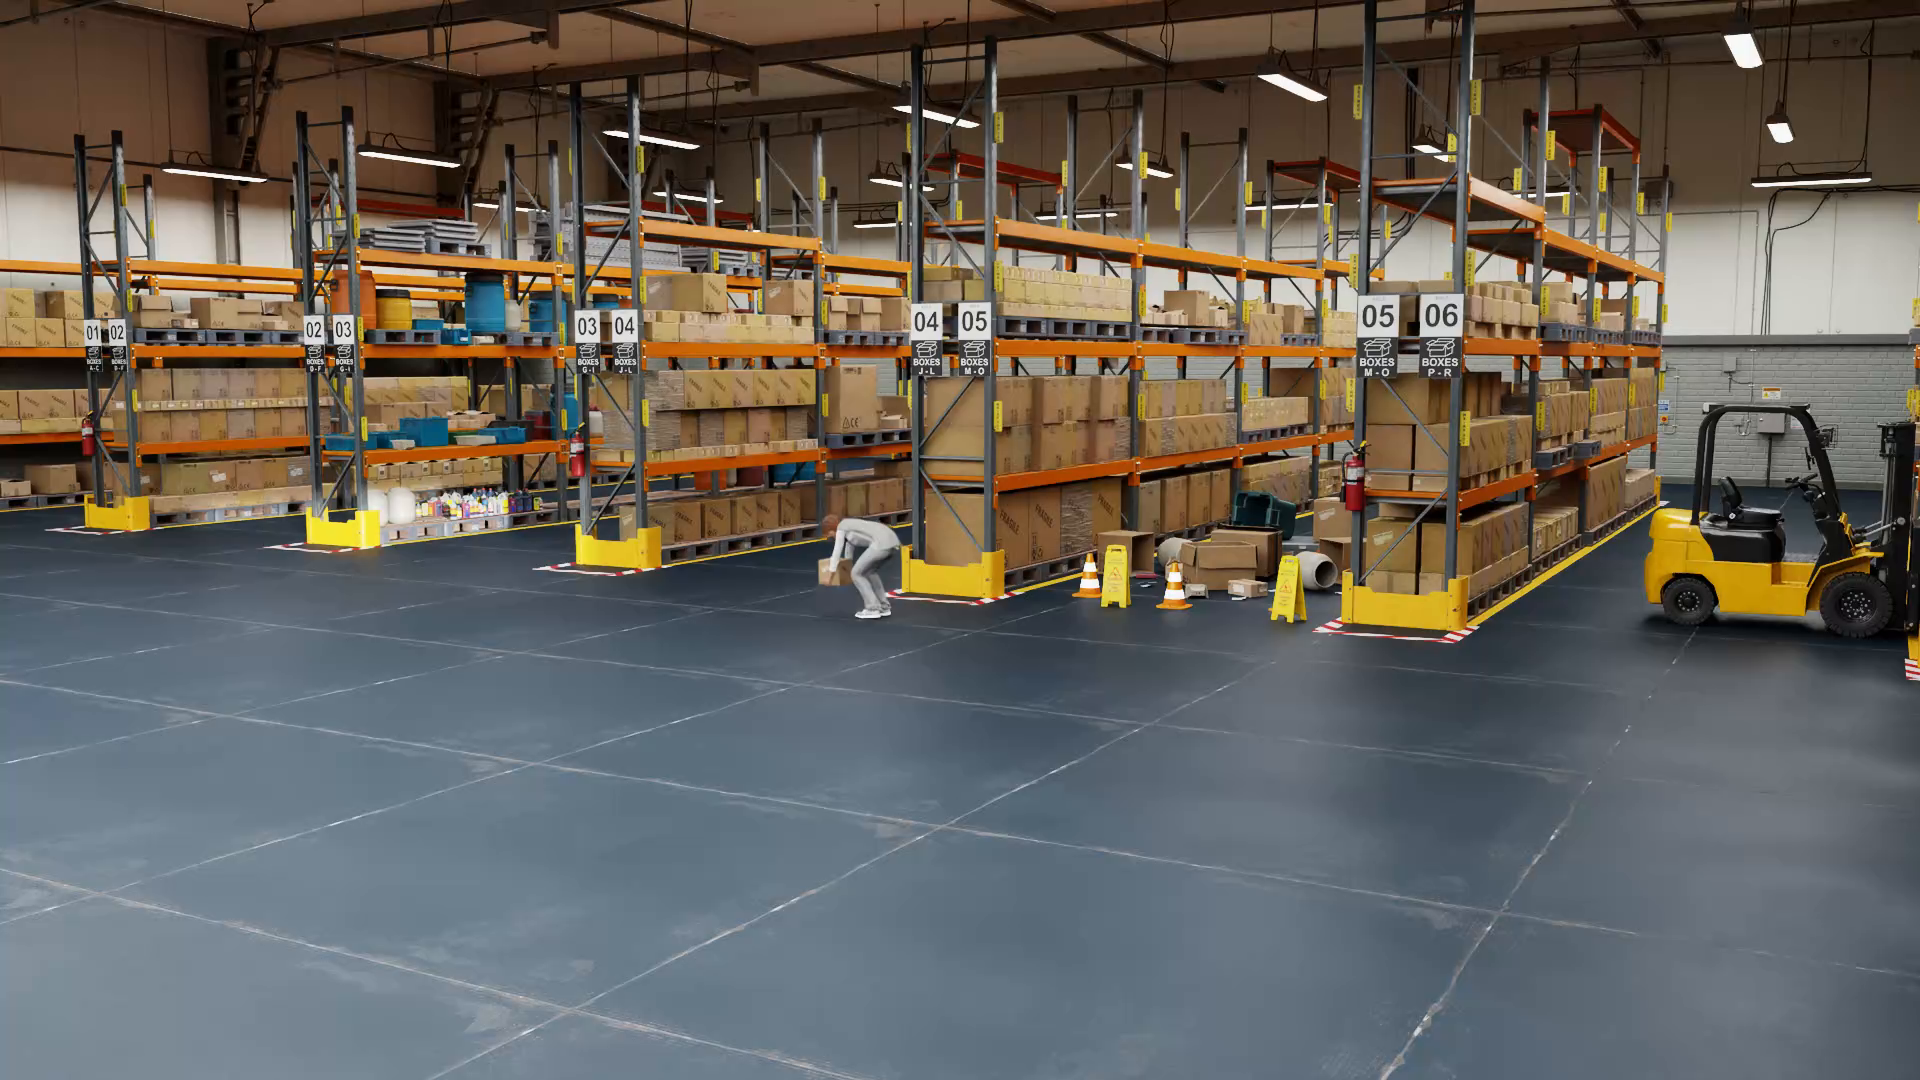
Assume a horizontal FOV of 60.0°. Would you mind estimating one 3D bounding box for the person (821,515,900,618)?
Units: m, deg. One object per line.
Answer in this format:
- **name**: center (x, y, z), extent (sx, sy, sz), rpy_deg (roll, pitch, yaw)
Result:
- **person**: center (-1.018, 0.266, 16.810), extent (0.857, 1.017, 0.415), rpy_deg (3, 7, 26)
